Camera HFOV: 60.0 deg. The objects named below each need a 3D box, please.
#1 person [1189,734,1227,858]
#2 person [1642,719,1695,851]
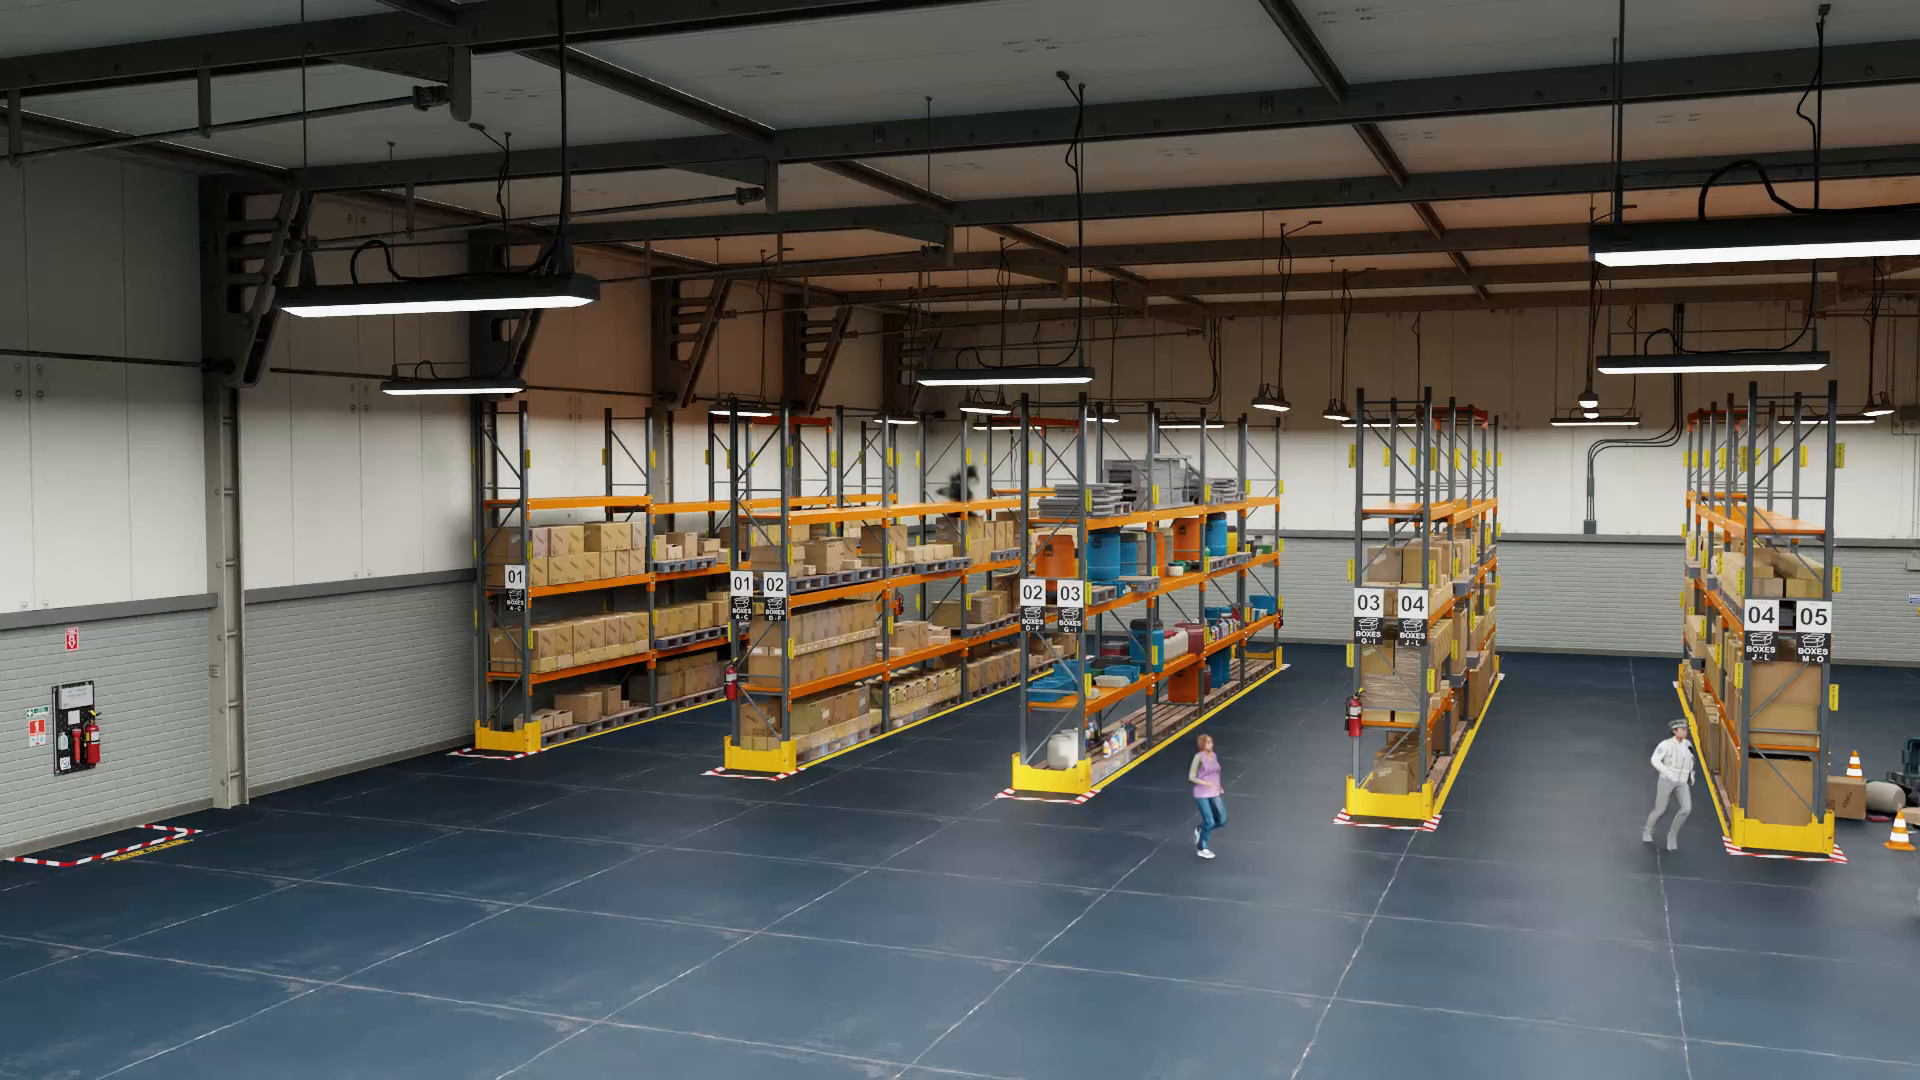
[{"bbox_3d":[3.111,3.206,20.849,0.530,1.552,0.551,-2,4,-37],"label":"person"},{"bbox_3d":[9.225,3.136,21.451,0.673,1.691,0.650,0,3,-5],"label":"person"}]
